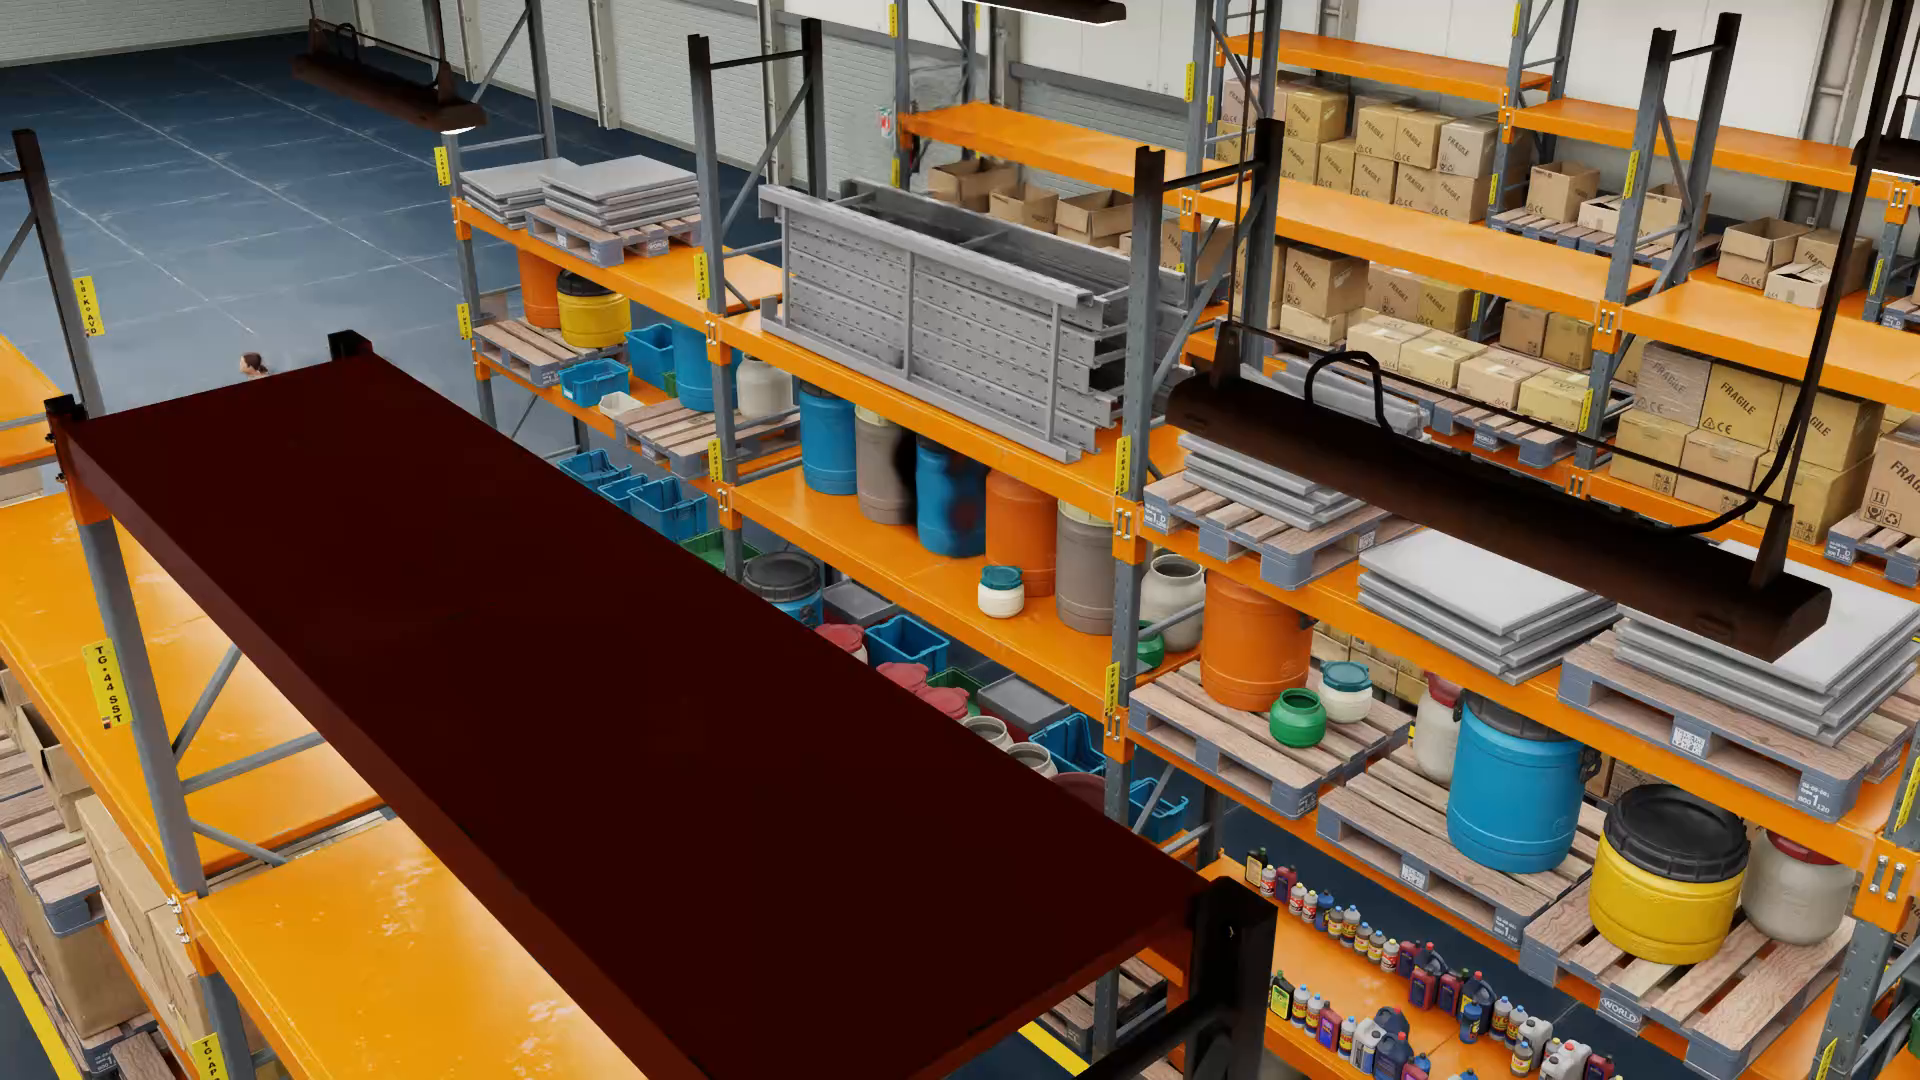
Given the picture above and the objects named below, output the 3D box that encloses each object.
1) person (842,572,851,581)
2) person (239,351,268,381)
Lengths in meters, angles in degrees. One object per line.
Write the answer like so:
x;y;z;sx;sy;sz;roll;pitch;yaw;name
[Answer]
-1.091;-0.049;15.843;0.590;1.683;0.743;-23;35;-37;person
-7.562;-1.245;18.169;0.775;1.731;0.580;-8;28;-16;person
